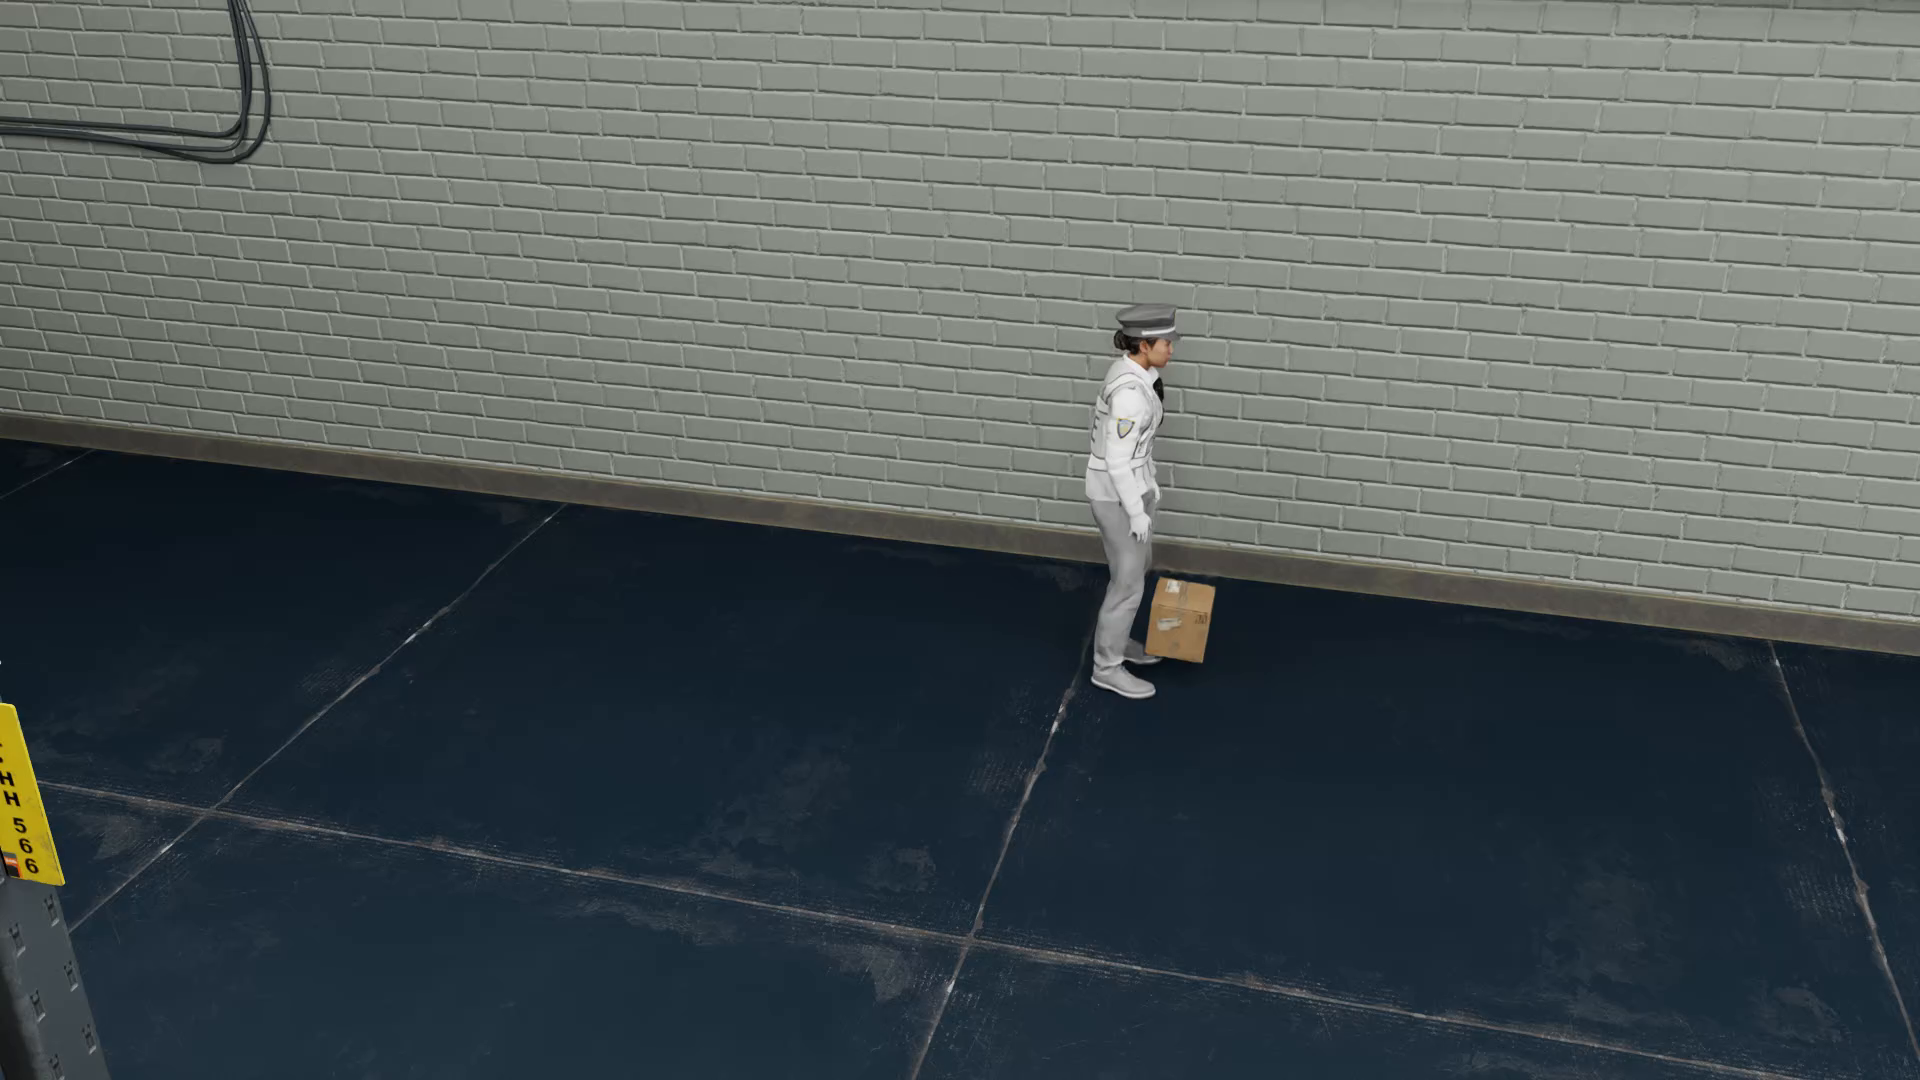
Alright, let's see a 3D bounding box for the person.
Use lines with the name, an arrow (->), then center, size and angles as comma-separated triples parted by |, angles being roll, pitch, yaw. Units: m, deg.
person -> 0.707, -0.183, 6.986 | 0.358, 1.666, 0.512 | 6, 26, 11
